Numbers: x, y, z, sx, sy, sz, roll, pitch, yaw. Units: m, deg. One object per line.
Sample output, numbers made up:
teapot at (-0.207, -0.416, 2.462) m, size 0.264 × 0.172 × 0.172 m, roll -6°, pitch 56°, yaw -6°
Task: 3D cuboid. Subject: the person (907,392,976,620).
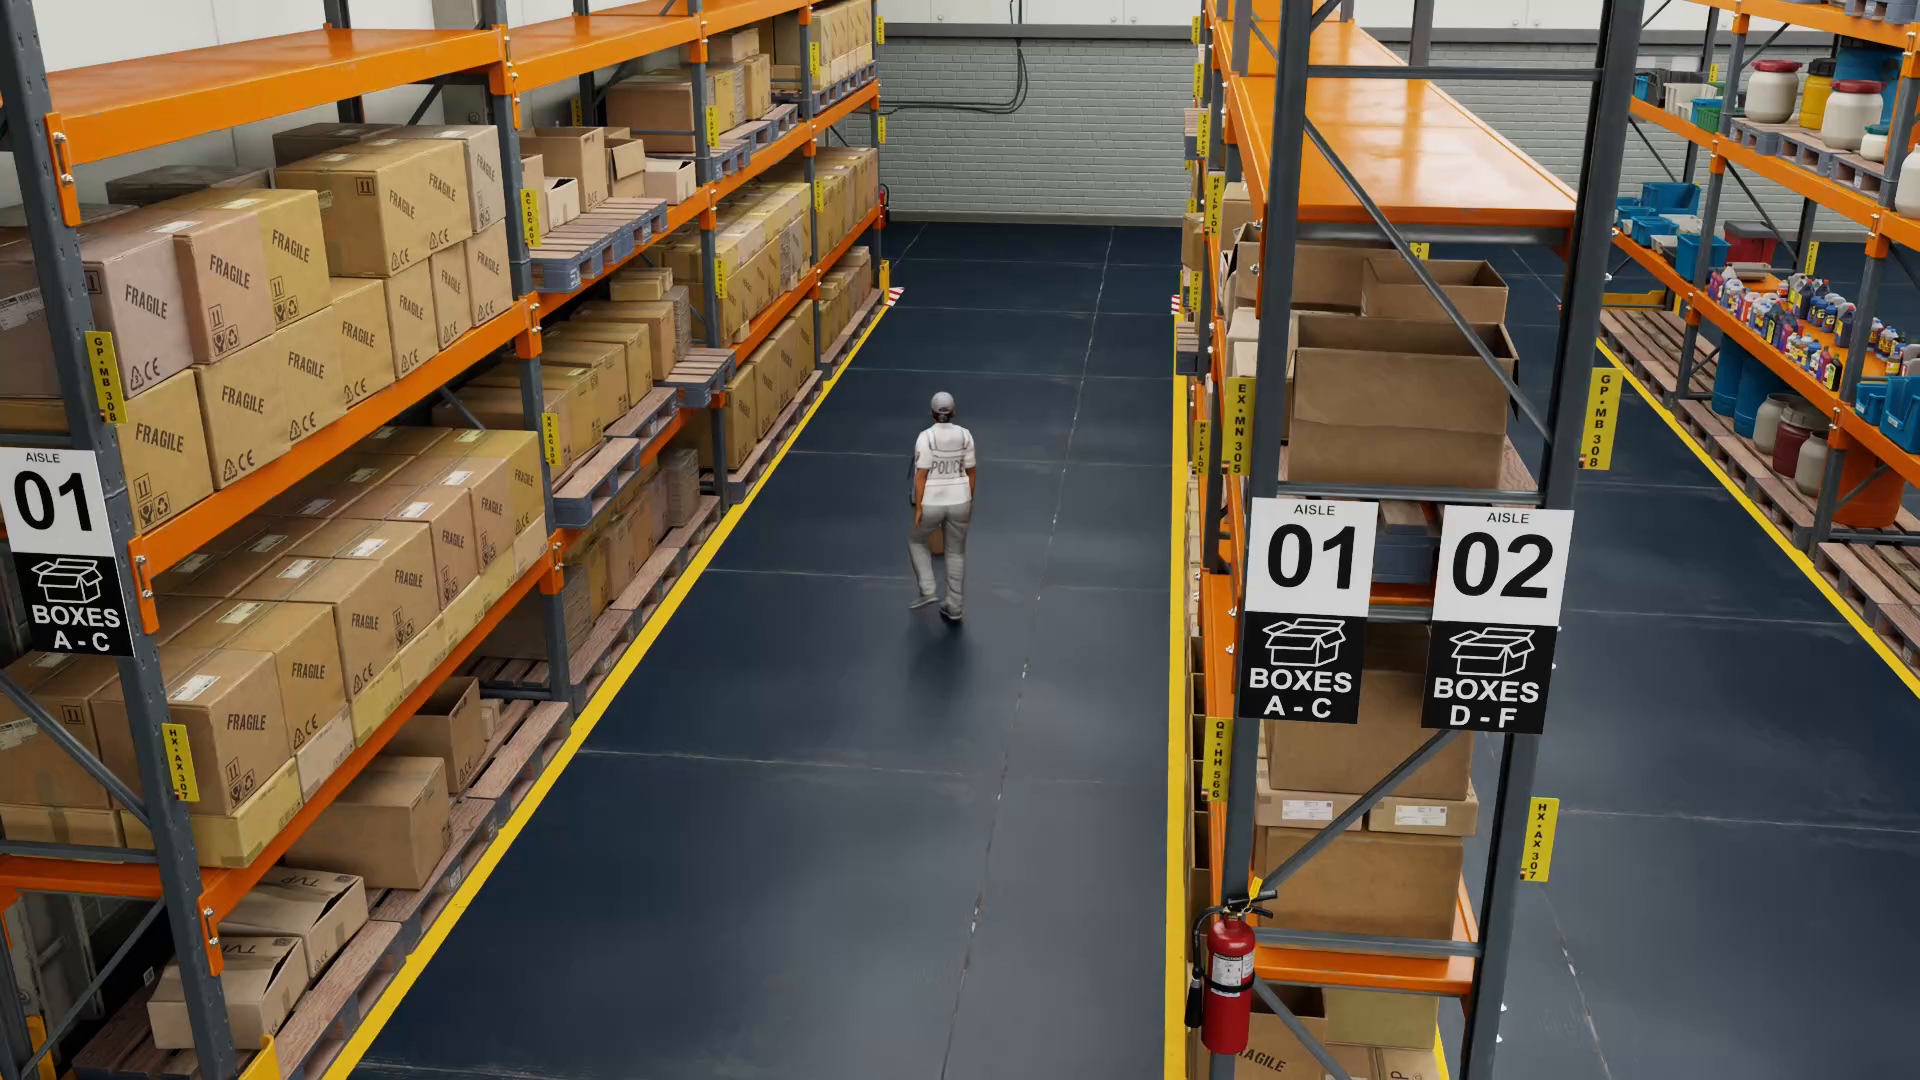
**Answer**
person at (-0.122, -0.248, 12.080) m, size 0.512 × 1.655 × 0.515 m, roll -7°, pitch 22°, yaw -18°
